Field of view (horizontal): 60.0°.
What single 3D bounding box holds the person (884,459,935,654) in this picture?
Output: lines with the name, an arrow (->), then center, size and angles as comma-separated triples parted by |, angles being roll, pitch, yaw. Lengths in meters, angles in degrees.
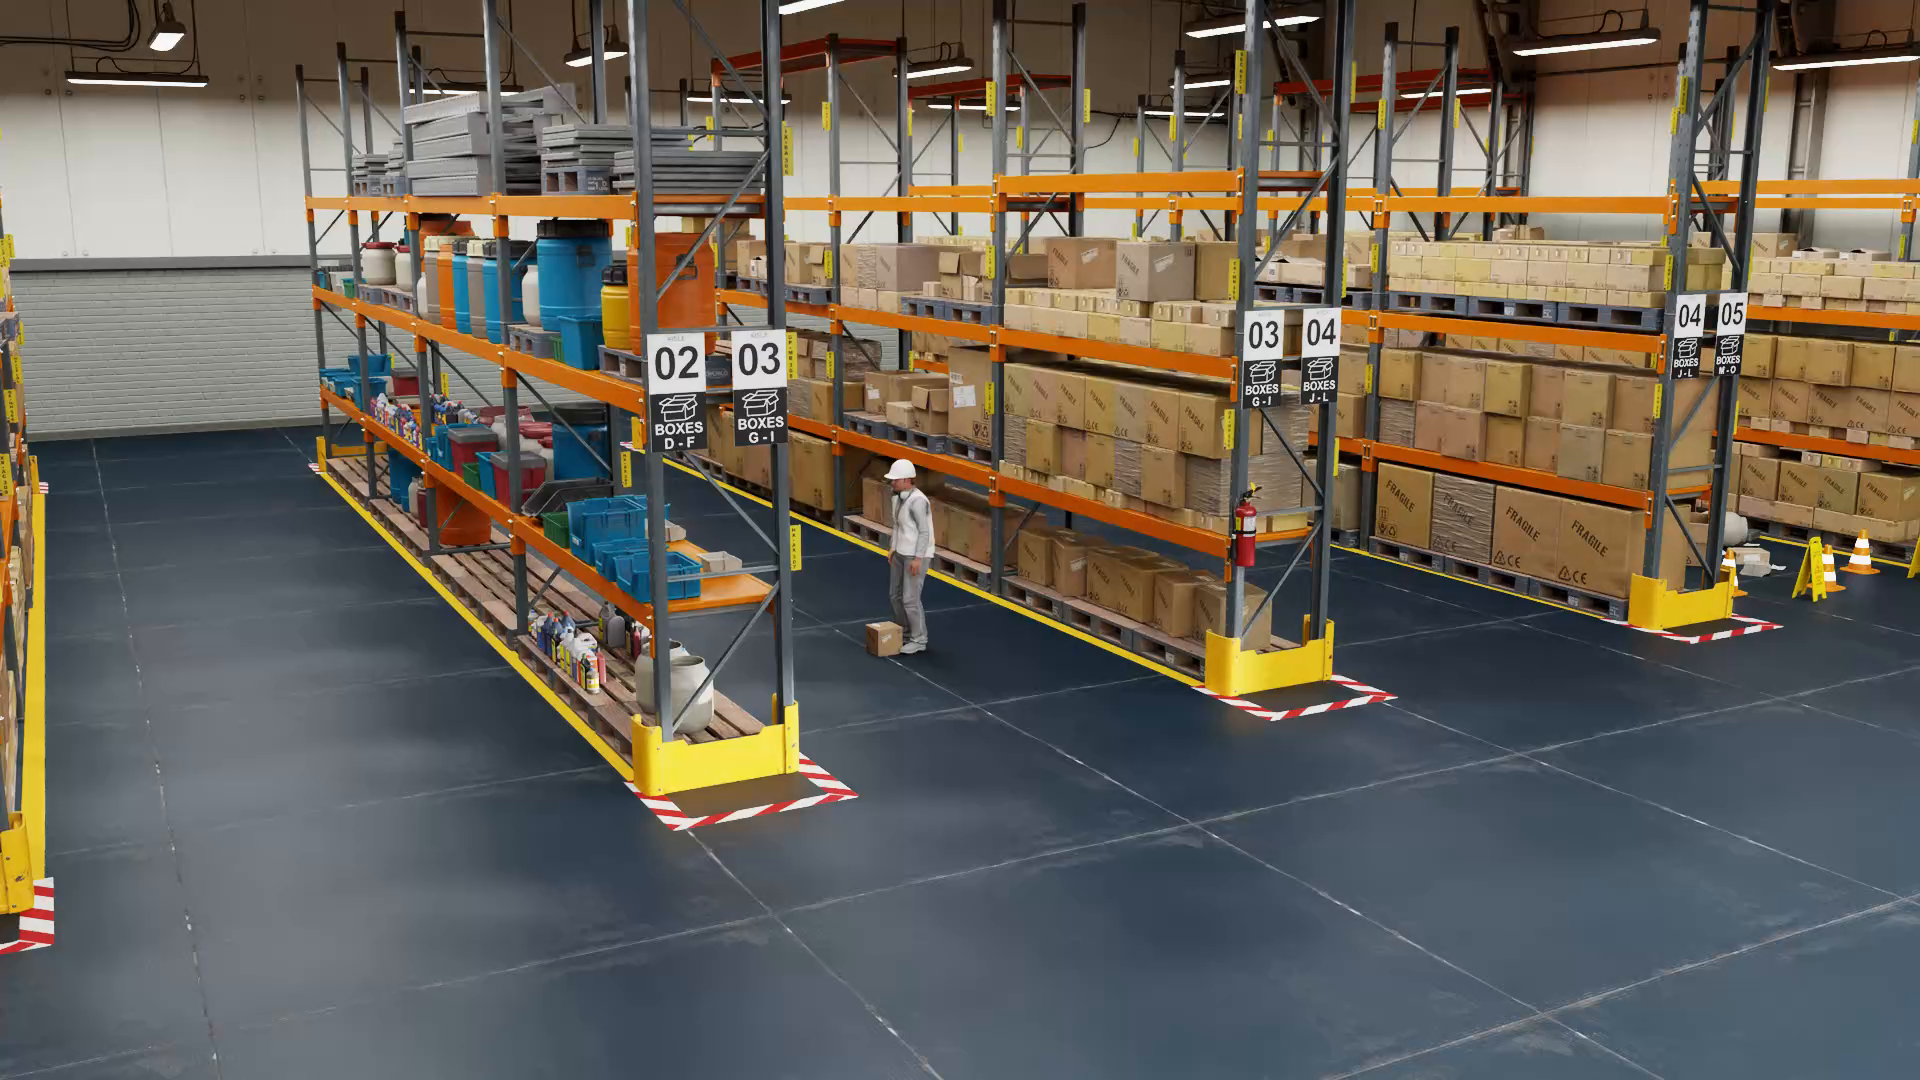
person -> -0.476, 0.134, 15.229 | 0.461, 1.771, 0.581 | -6, 13, -28
